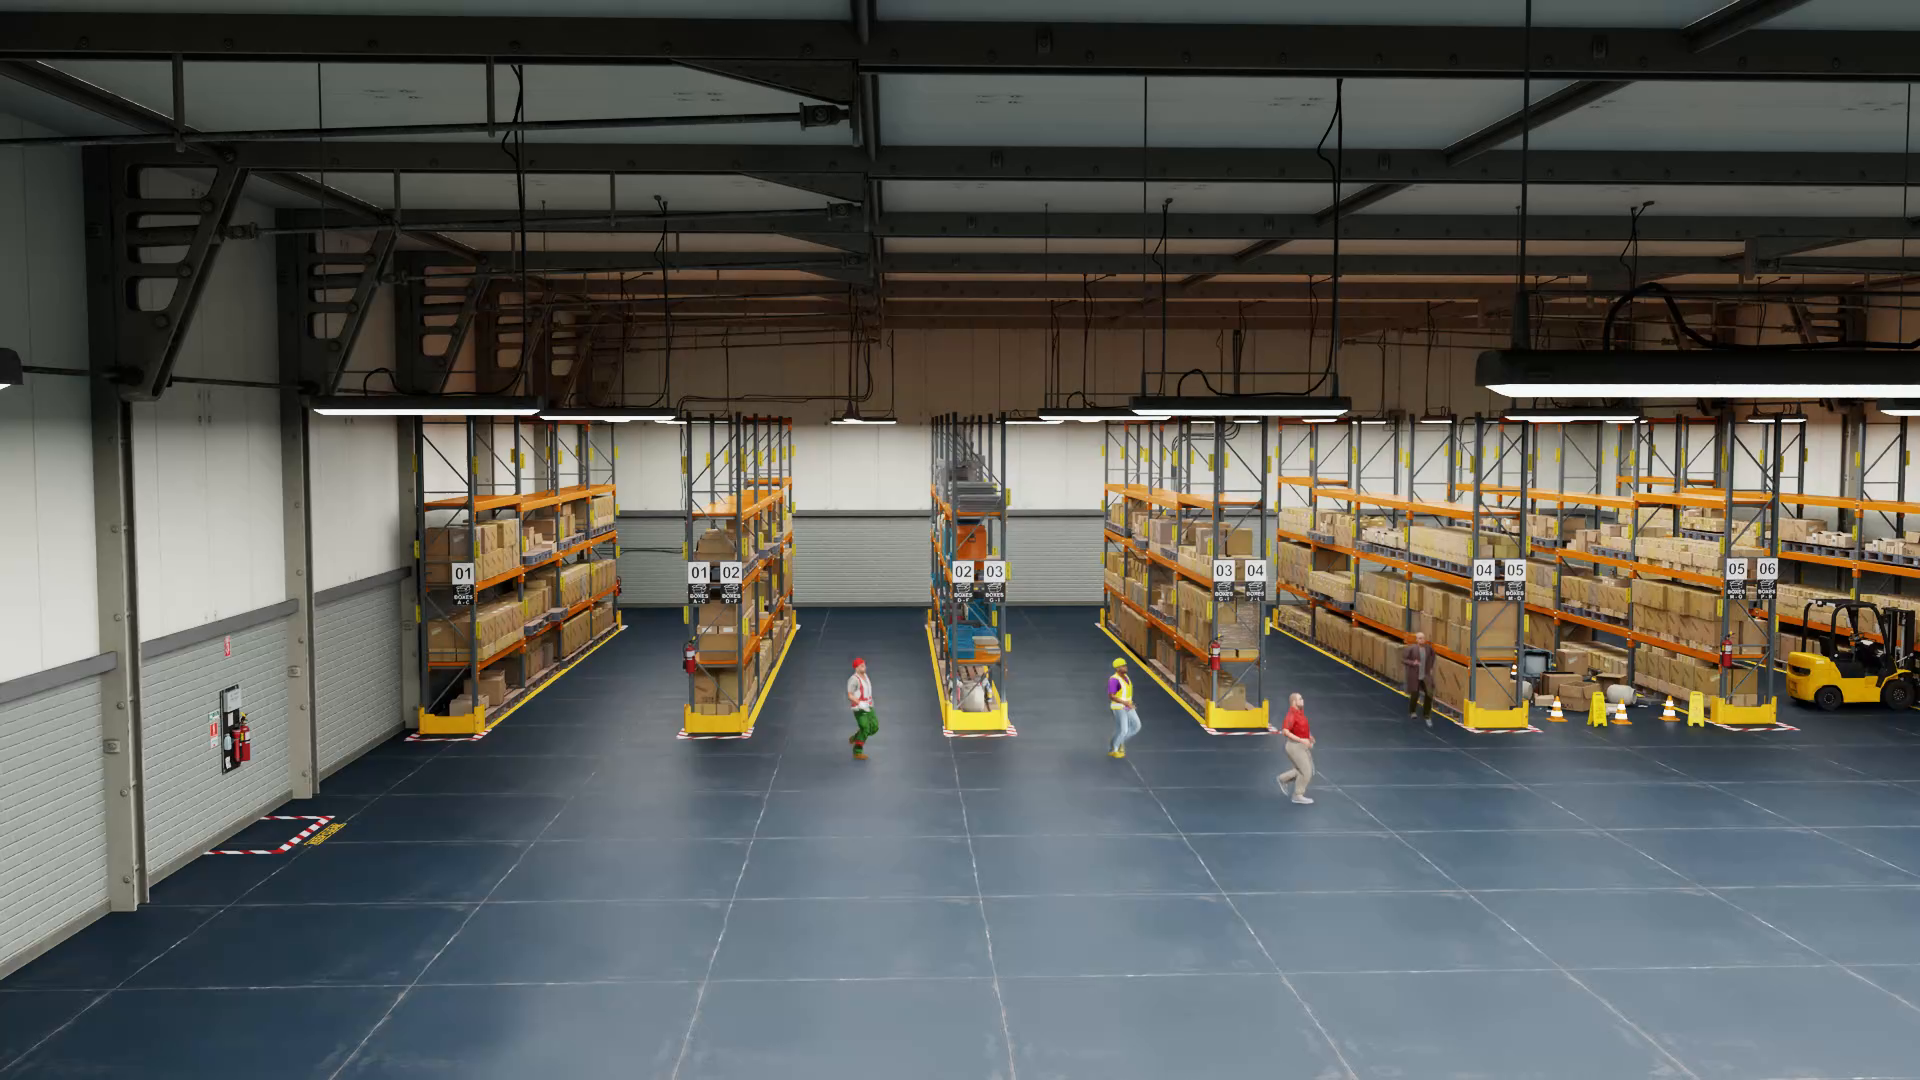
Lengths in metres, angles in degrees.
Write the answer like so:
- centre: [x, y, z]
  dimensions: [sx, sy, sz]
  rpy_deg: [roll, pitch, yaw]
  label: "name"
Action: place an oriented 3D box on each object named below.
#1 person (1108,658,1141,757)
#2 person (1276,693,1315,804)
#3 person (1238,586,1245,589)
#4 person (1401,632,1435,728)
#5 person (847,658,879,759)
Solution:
- centre: [2.834, 2.897, 28.788]
  dimensions: [0.566, 1.721, 0.712]
  rpy_deg: [2, 5, 31]
  label: "person"
- centre: [5.102, 3.158, 25.318]
  dimensions: [0.629, 1.672, 0.661]
  rpy_deg: [2, 4, 25]
  label: "person"
- centre: [7.770, 1.662, 47.201]
  dimensions: [0.761, 1.698, 0.589]
  rpy_deg: [2, 4, 23]
  label: "person"
- centre: [8.831, 2.673, 32.038]
  dimensions: [0.723, 1.807, 0.893]
  rpy_deg: [0, 4, 0]
  label: "person"
- centre: [-1.692, 2.902, 28.683]
  dimensions: [0.544, 1.745, 0.663]
  rpy_deg: [2, 4, 26]
  label: "person"
